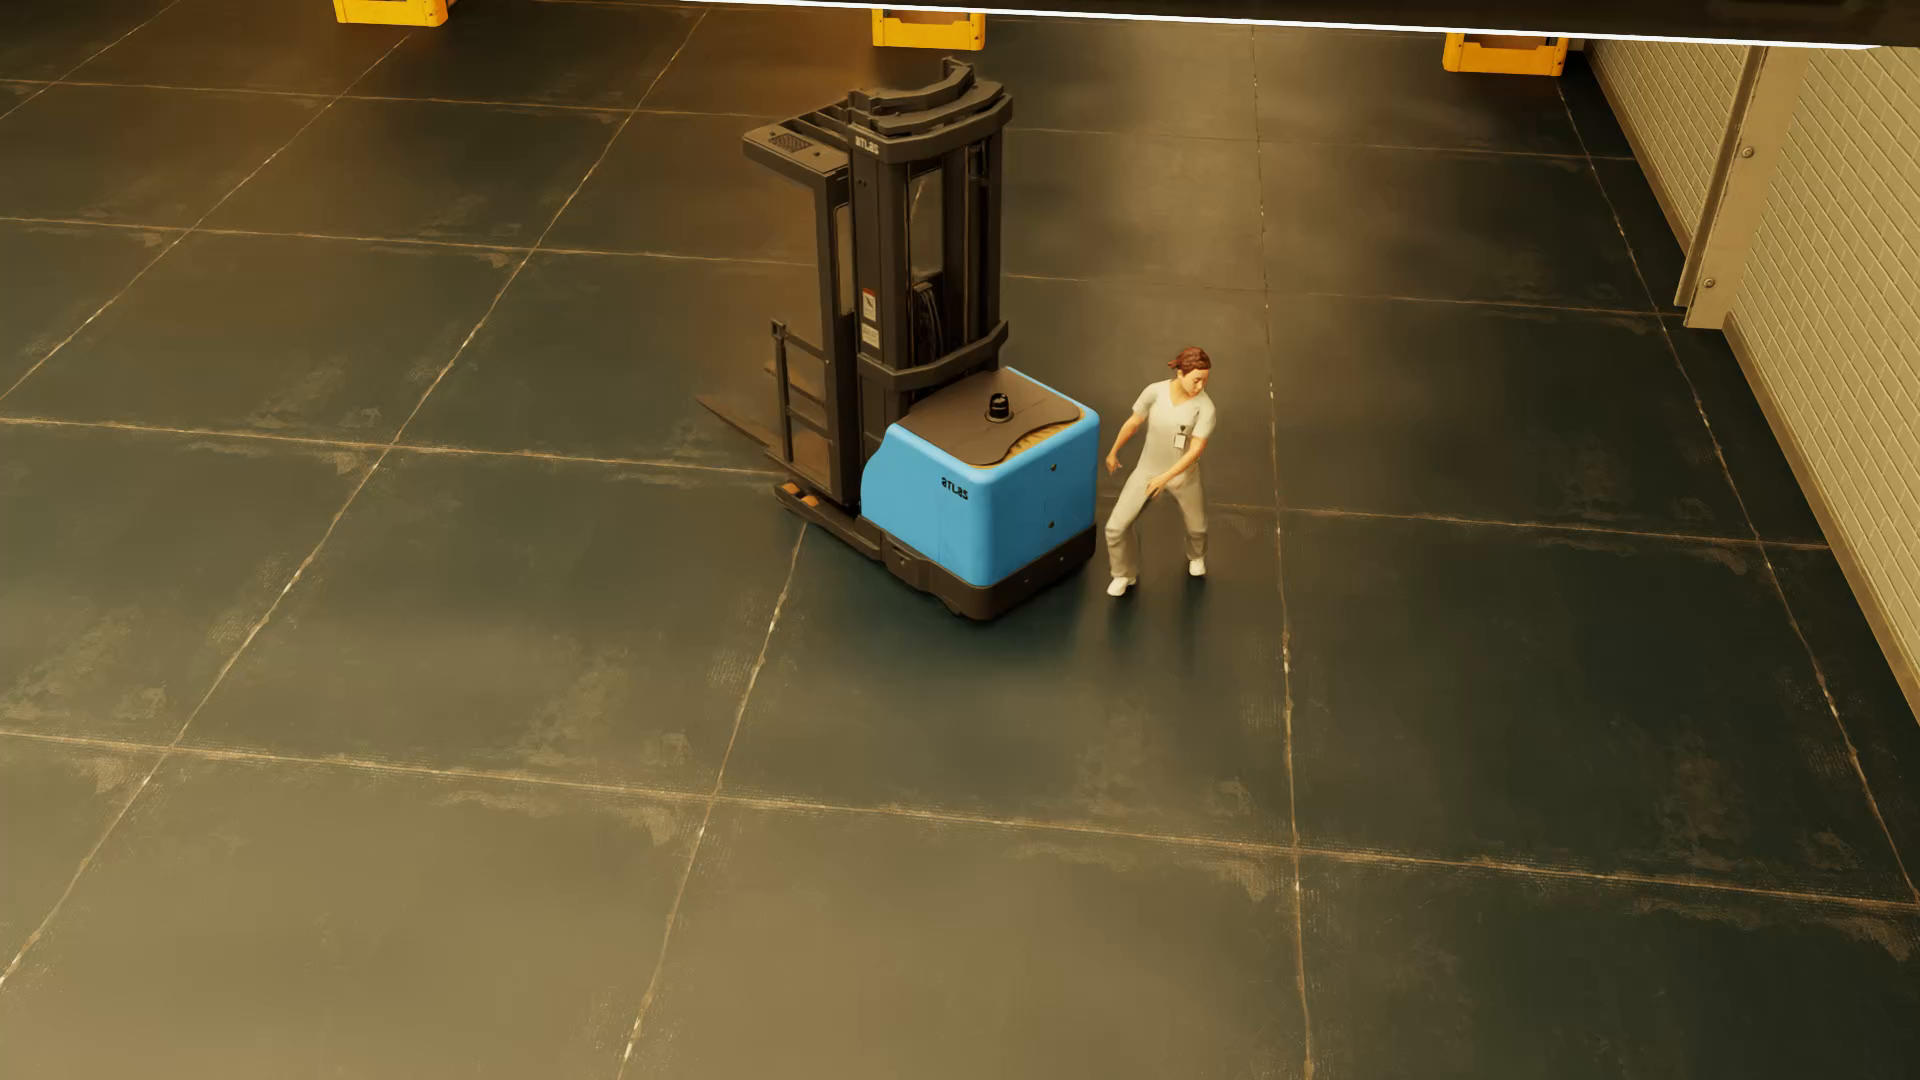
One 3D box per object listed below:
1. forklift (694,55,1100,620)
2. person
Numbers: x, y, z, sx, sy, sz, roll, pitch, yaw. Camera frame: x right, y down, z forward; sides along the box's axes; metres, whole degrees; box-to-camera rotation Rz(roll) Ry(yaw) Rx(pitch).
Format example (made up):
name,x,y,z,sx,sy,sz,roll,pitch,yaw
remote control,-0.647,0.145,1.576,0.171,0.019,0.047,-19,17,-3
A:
name,x,y,z,sx,sy,sz,roll,pitch,yaw
forklift,-0.550,-1.487,10.047,1.130,2.935,3.031,-30,46,-34
person,1.148,-0.394,9.653,0.639,1.589,0.778,11,38,14
